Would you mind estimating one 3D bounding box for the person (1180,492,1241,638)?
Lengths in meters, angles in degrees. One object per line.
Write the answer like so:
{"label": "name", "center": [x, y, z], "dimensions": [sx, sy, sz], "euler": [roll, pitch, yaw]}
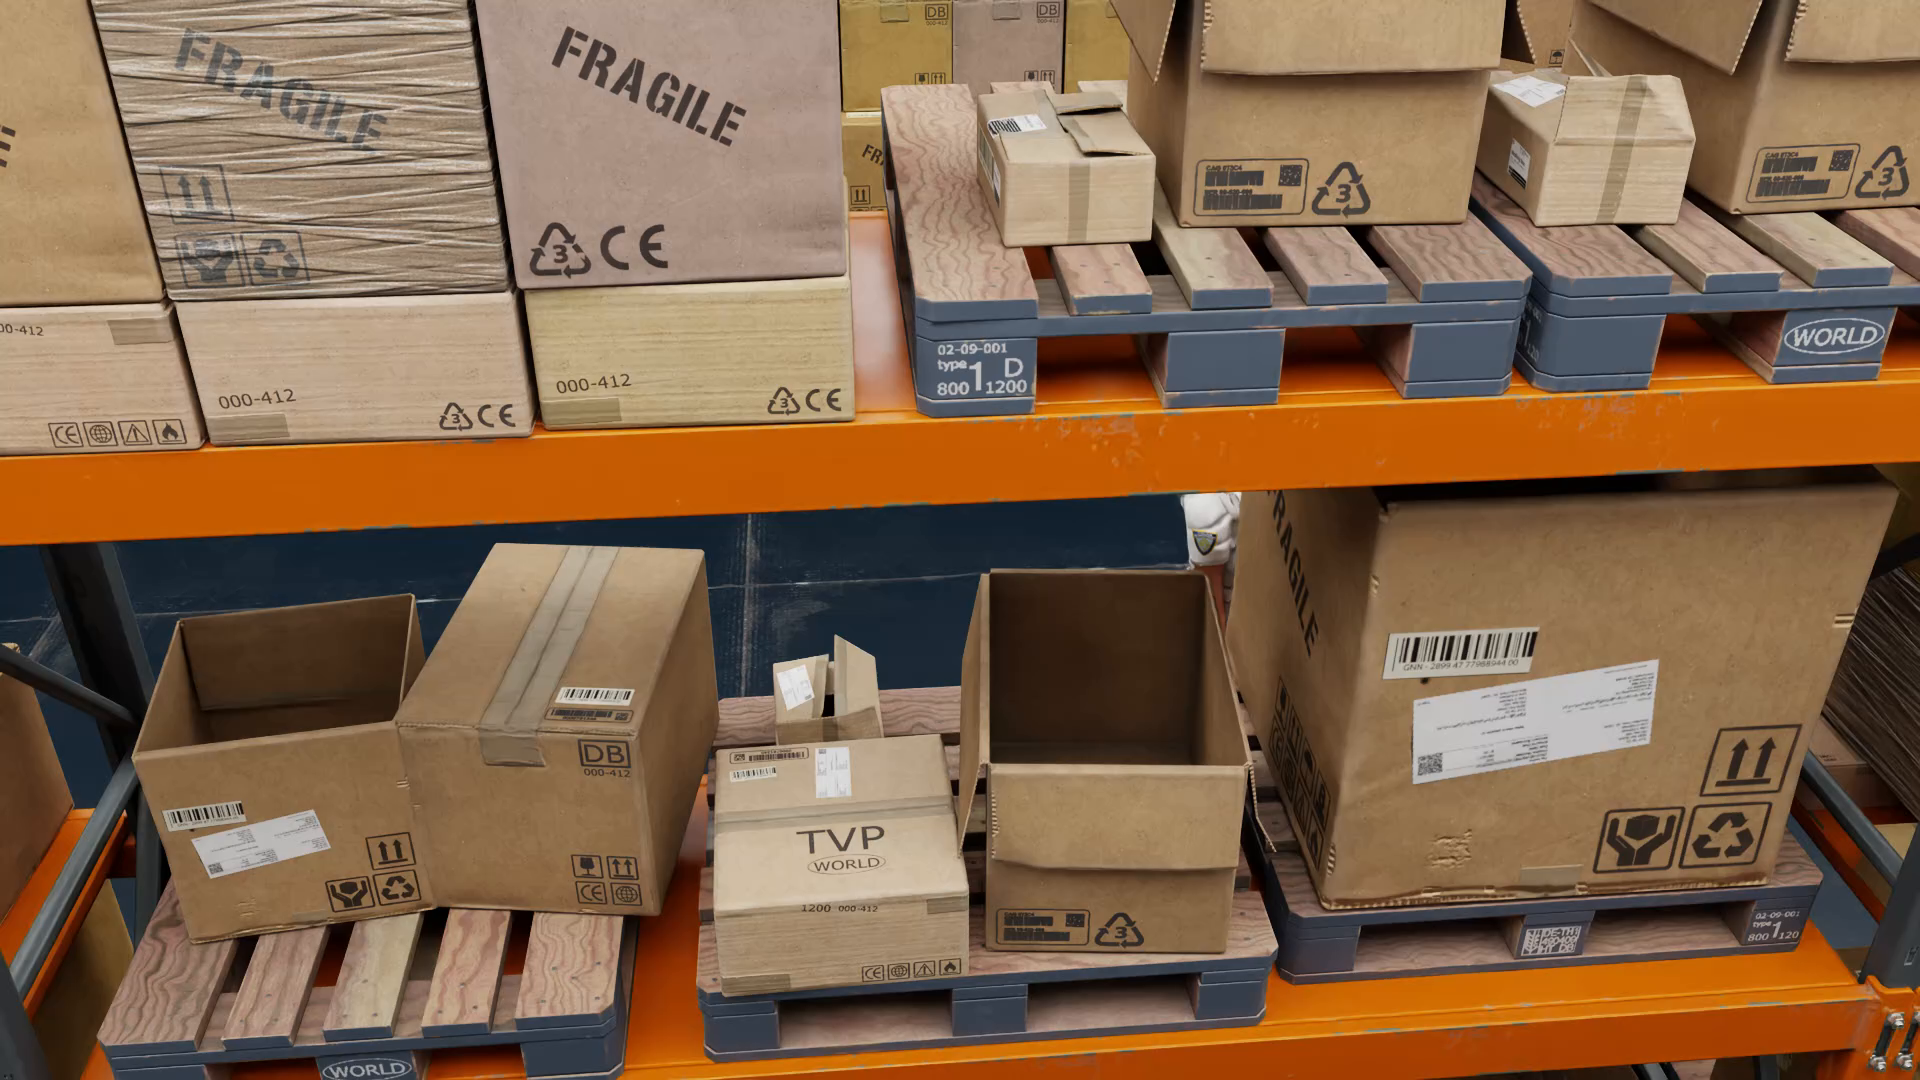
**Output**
{"label": "person", "center": [0.962, 0.222, 5.721], "dimensions": [0.683, 1.751, 0.555], "euler": [19, 36, 28]}
